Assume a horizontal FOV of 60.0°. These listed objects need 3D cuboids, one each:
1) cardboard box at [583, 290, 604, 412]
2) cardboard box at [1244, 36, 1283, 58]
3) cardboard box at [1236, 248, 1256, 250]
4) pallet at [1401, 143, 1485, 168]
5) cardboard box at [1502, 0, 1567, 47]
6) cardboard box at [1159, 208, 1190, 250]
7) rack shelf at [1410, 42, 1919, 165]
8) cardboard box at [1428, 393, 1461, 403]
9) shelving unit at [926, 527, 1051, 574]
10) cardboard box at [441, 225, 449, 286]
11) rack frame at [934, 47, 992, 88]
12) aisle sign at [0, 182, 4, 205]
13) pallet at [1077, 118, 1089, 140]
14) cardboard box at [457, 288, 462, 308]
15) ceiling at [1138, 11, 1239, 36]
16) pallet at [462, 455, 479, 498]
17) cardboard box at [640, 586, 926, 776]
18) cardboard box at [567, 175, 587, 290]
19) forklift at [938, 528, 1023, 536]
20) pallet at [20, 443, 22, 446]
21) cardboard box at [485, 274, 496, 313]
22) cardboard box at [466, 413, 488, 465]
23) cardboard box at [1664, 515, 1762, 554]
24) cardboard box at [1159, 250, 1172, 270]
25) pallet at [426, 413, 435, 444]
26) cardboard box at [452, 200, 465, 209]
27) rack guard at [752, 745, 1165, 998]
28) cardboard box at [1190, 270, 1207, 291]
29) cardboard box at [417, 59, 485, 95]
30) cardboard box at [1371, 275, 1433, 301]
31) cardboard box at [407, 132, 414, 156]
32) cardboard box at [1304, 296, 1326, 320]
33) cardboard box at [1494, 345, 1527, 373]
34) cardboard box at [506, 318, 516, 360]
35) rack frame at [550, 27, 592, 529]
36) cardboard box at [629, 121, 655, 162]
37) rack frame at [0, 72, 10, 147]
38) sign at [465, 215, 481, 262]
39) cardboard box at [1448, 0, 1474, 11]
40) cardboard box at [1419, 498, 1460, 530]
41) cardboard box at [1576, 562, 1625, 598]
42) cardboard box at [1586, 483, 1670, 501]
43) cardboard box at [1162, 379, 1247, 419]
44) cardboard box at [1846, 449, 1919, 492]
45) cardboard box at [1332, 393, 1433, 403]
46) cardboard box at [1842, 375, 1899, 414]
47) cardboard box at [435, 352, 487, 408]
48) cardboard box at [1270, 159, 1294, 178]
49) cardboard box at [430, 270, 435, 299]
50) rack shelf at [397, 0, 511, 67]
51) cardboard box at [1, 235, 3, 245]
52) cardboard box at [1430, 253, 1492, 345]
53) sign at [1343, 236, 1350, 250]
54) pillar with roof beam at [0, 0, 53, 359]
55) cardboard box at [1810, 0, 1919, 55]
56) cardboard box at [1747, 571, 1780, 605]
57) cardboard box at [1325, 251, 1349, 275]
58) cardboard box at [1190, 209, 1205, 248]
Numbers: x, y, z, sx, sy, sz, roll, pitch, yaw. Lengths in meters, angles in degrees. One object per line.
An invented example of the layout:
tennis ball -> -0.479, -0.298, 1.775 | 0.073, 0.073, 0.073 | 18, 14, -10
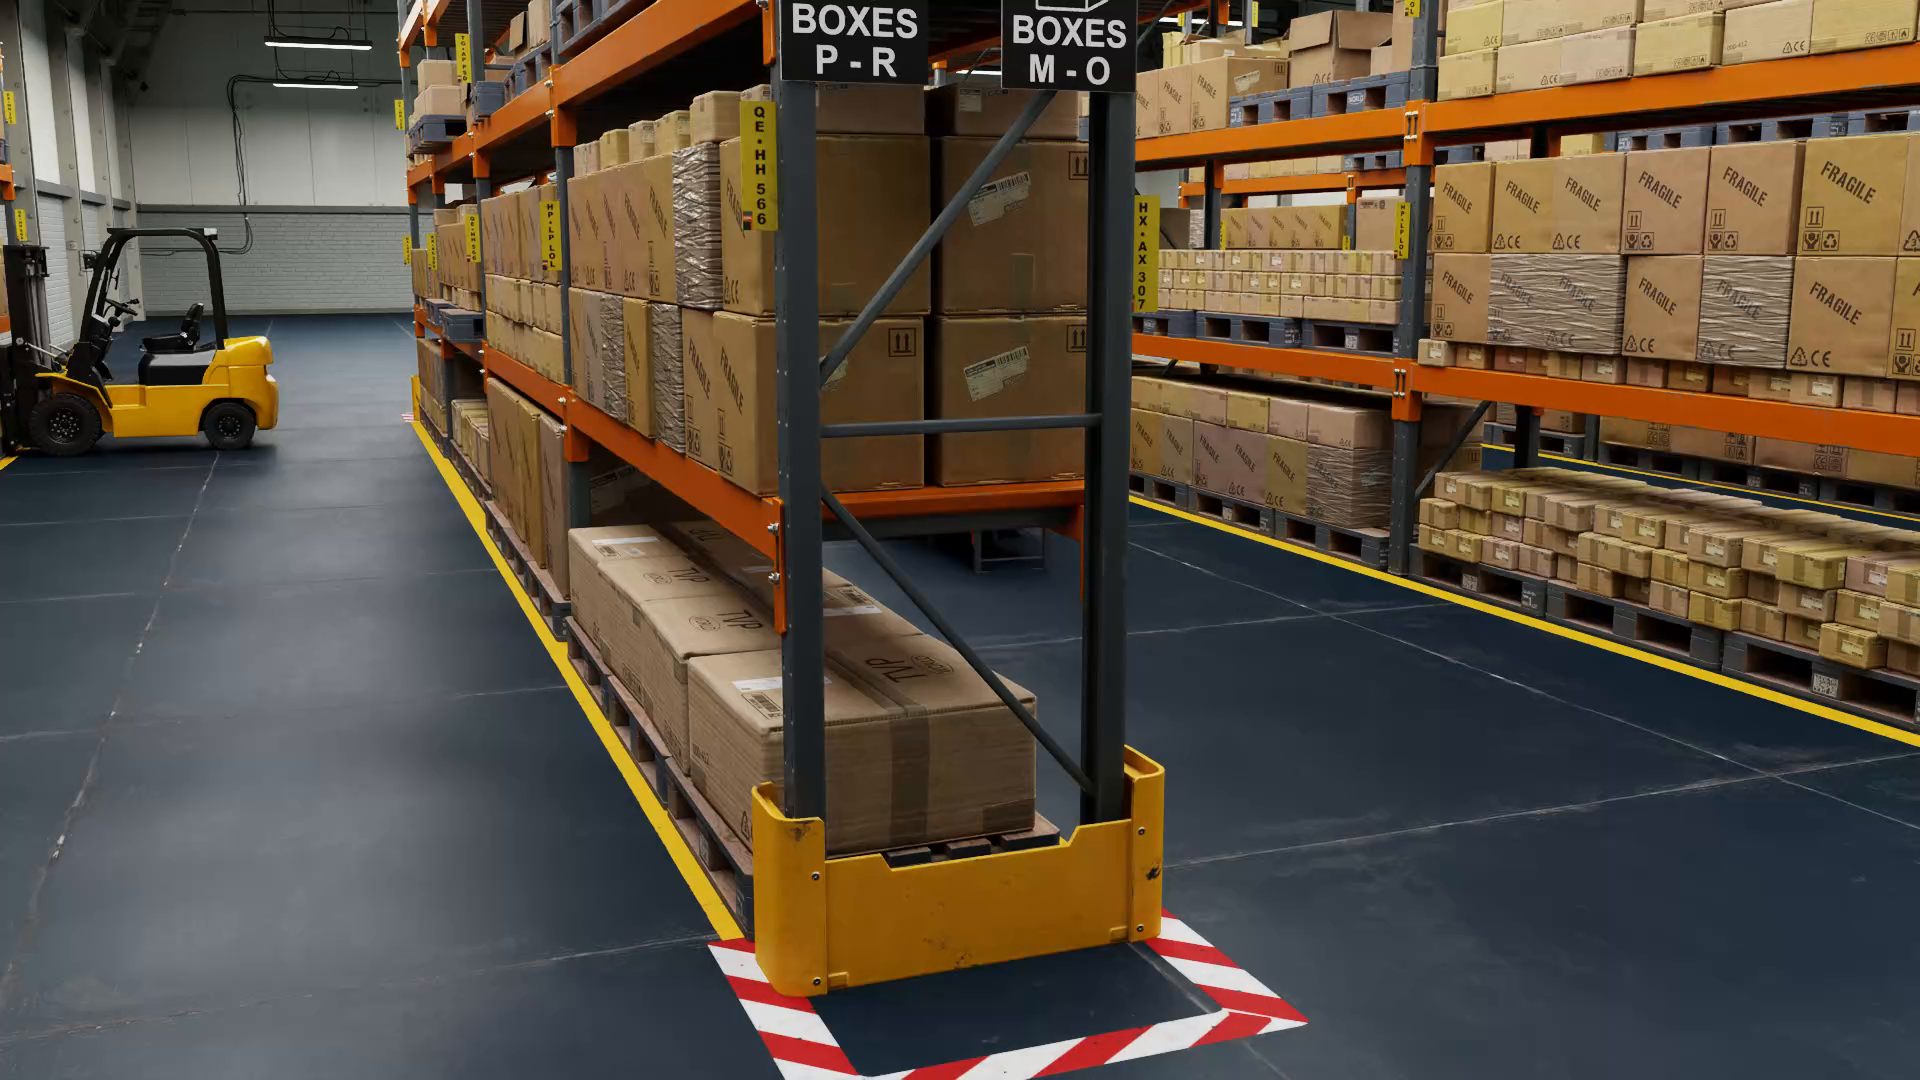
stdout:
cardboard box -> -1.348, -0.835, 7.262 | 0.500, 0.500, 0.500 | -4, 11, -21
cardboard box -> 2.263, -3.715, 12.705 | 0.396, 0.266, 0.258 | -4, 11, -21
cardboard box -> 4.043, -3.494, 21.365 | 0.875, 0.500, 0.500 | -4, 11, -21
pallet -> 5.388, -4.003, 17.333 | 1.213, 0.211, 1.003 | -4, 11, -21
cardboard box -> 3.251, -2.765, 8.837 | 0.500, 0.250, 0.500 | -4, 11, -21
cardboard box -> 1.521, -2.560, 14.106 | 0.700, 0.500, 0.500 | -4, 11, -21
rack shelf -> 3.849, -2.088, 8.081 | 1.077, 0.370, 4.000 | -4, 11, -21
cardboard box -> 5.446, -1.610, 17.786 | 0.700, 0.500, 0.500 | -5, 11, -26
shelving unit -> 0.170, -0.444, 10.705 | 0.538, 1.125, 1.048 | -3, 11, -17
cardboard box -> -4.101, -2.411, 14.077 | 0.500, 0.500, 0.500 | -4, 11, -21
rack frame -> 0.225, -5.551, 16.932 | 1.000, 3.000, 0.127 | -4, 11, -21
aisle sign -> -10.176, -3.913, 17.432 | 0.394, 0.787, 0.004 | -4, 11, -21
pallet -> 1.392, -3.430, 14.113 | 1.213, 0.211, 1.003 | -3, 11, -18
cardboard box -> -3.735, -1.899, 13.047 | 0.380, 0.149, 0.250 | -4, 11, -20
ceiling -> 6.373, -16.636, 53.556 | 6.000, 0.001, 6.000 | -4, 11, -21
pallet -> -3.622, -0.567, 14.008 | 1.003, 0.211, 1.213 | -4, 11, -21
cardboard box -> -0.675, 0.496, 6.181 | 0.875, 0.438, 0.875 | -4, 11, -19
cardboard box -> -1.506, -1.409, 7.638 | 0.500, 0.500, 0.500 | -4, 11, -21
forklift -> -0.467, -1.675, 12.469 | 1.130, 2.935, 3.031 | -3, 11, -17
pallet -> -10.110, -1.109, 17.052 | 1.003, 0.211, 1.213 | -4, 11, -21
cardboard box -> -2.949, -1.688, 11.344 | 0.500, 0.250, 0.500 | -4, 11, -21
cardboard box -> -3.642, -0.864, 14.016 | 0.950, 0.372, 0.625 | -4, 11, -19
cardboard box -> 3.720, -0.021, 8.214 | 0.380, 0.149, 0.250 | -4, 11, -23
cardboard box -> 1.761, -2.189, 12.981 | 0.380, 0.149, 0.250 | -4, 11, -22
pallet -> -5.074, -1.201, 17.568 | 1.003, 0.211, 1.213 | -4, 11, -21
cardboard box -> -4.904, -3.288, 17.350 | 0.700, 0.500, 0.500 | -4, 11, -21
rack guard -> 0.005, 0.927, 4.784 | 1.175, 0.500, 0.348 | -4, 11, -21
cardboard box -> 1.954, -1.954, 12.508 | 0.380, 0.149, 0.250 | -4, 11, -21
cardboard box -> -4.324, -3.921, 14.136 | 0.500, 0.250, 0.500 | -4, 11, -22
cardboard box -> 2.796, -1.574, 10.370 | 0.380, 0.149, 0.250 | -4, 11, -19
cardboard box -> -5.694, -4.287, 17.972 | 0.500, 0.250, 0.500 | -4, 11, -22
cardboard box -> 2.522, -1.551, 11.093 | 0.380, 0.149, 0.250 | -4, 11, -24
cardboard box -> 3.230, -1.023, 9.325 | 0.380, 0.149, 0.250 | -4, 11, -23
cardboard box -> -2.572, -1.276, 10.454 | 0.500, 0.250, 0.500 | -4, 11, -19
rack frame -> -1.453, -0.961, 8.258 | 1.000, 3.000, 0.127 | -4, 11, -21
cardboard box -> -1.046, -1.504, 6.318 | 0.380, 0.149, 0.250 | -4, 11, -21
rack frame -> -10.426, -5.558, 16.969 | 1.000, 3.000, 0.127 | -4, 11, -21
sign -> -3.405, -2.109, 11.631 | 0.100, 0.325, 0.005 | -4, 11, -21
cardboard box -> 3.004, -3.074, 9.435 | 0.380, 0.149, 0.250 | -4, 11, -22
cardboard box -> 2.957, -0.162, 9.856 | 0.380, 0.149, 0.250 | -3, 11, -18
cardboard box -> 3.465, 0.194, 8.704 | 0.380, 0.149, 0.250 | -4, 11, -22
cardboard box -> 3.744, -0.219, 9.331 | 0.380, 0.149, 0.250 | -4, 11, -19
cardboard box -> 1.883, -1.079, 12.719 | 0.500, 0.250, 0.500 | -4, 11, -22
cardboard box -> 7.533, -0.854, 12.523 | 1.225, 0.875, 0.875 | -4, 11, -21
cardboard box -> 2.907, -0.861, 11.493 | 0.500, 0.250, 0.500 | -4, 11, -19
cardboard box -> 4.032, -0.633, 7.133 | 0.380, 0.149, 0.250 | -4, 11, -21
cardboard box -> -4.816, -1.569, 16.184 | 0.500, 0.500, 0.500 | -4, 11, -22
cardboard box -> 4.107, -4.525, 20.159 | 0.500, 0.250, 0.500 | -4, 11, -21
cardboard box -> -4.937, -2.603, 16.353 | 0.500, 0.500, 0.500 | -4, 11, -19
rack shelf -> -5.076, -5.191, 16.972 | 1.077, 0.370, 4.000 | -4, 11, -21
cardboard box -> -9.982, -3.036, 16.934 | 0.380, 0.149, 0.250 | -4, 11, -21
cardboard box -> 3.069, -1.390, 9.537 | 0.500, 0.500, 0.500 | -4, 11, -22
sign -> 4.382, -3.286, 18.858 | 0.100, 0.325, 0.005 | -4, 11, -21
pillar with roof beam -> -11.350, -7.619, 28.556 | 9.100, 9.000, 0.548 | -4, 11, -21
cardboard box -> 3.971, -2.182, 6.985 | 0.500, 0.250, 0.500 | -4, 11, -21
cardboard box -> 3.925, 0.209, 7.775 | 0.380, 0.149, 0.250 | -4, 11, -22
cardboard box -> 2.607, -1.807, 10.832 | 0.380, 0.149, 0.250 | -4, 11, -23
cardboard box -> 3.381, -4.130, 22.081 | 0.500, 0.500, 0.500 | -4, 11, -21
